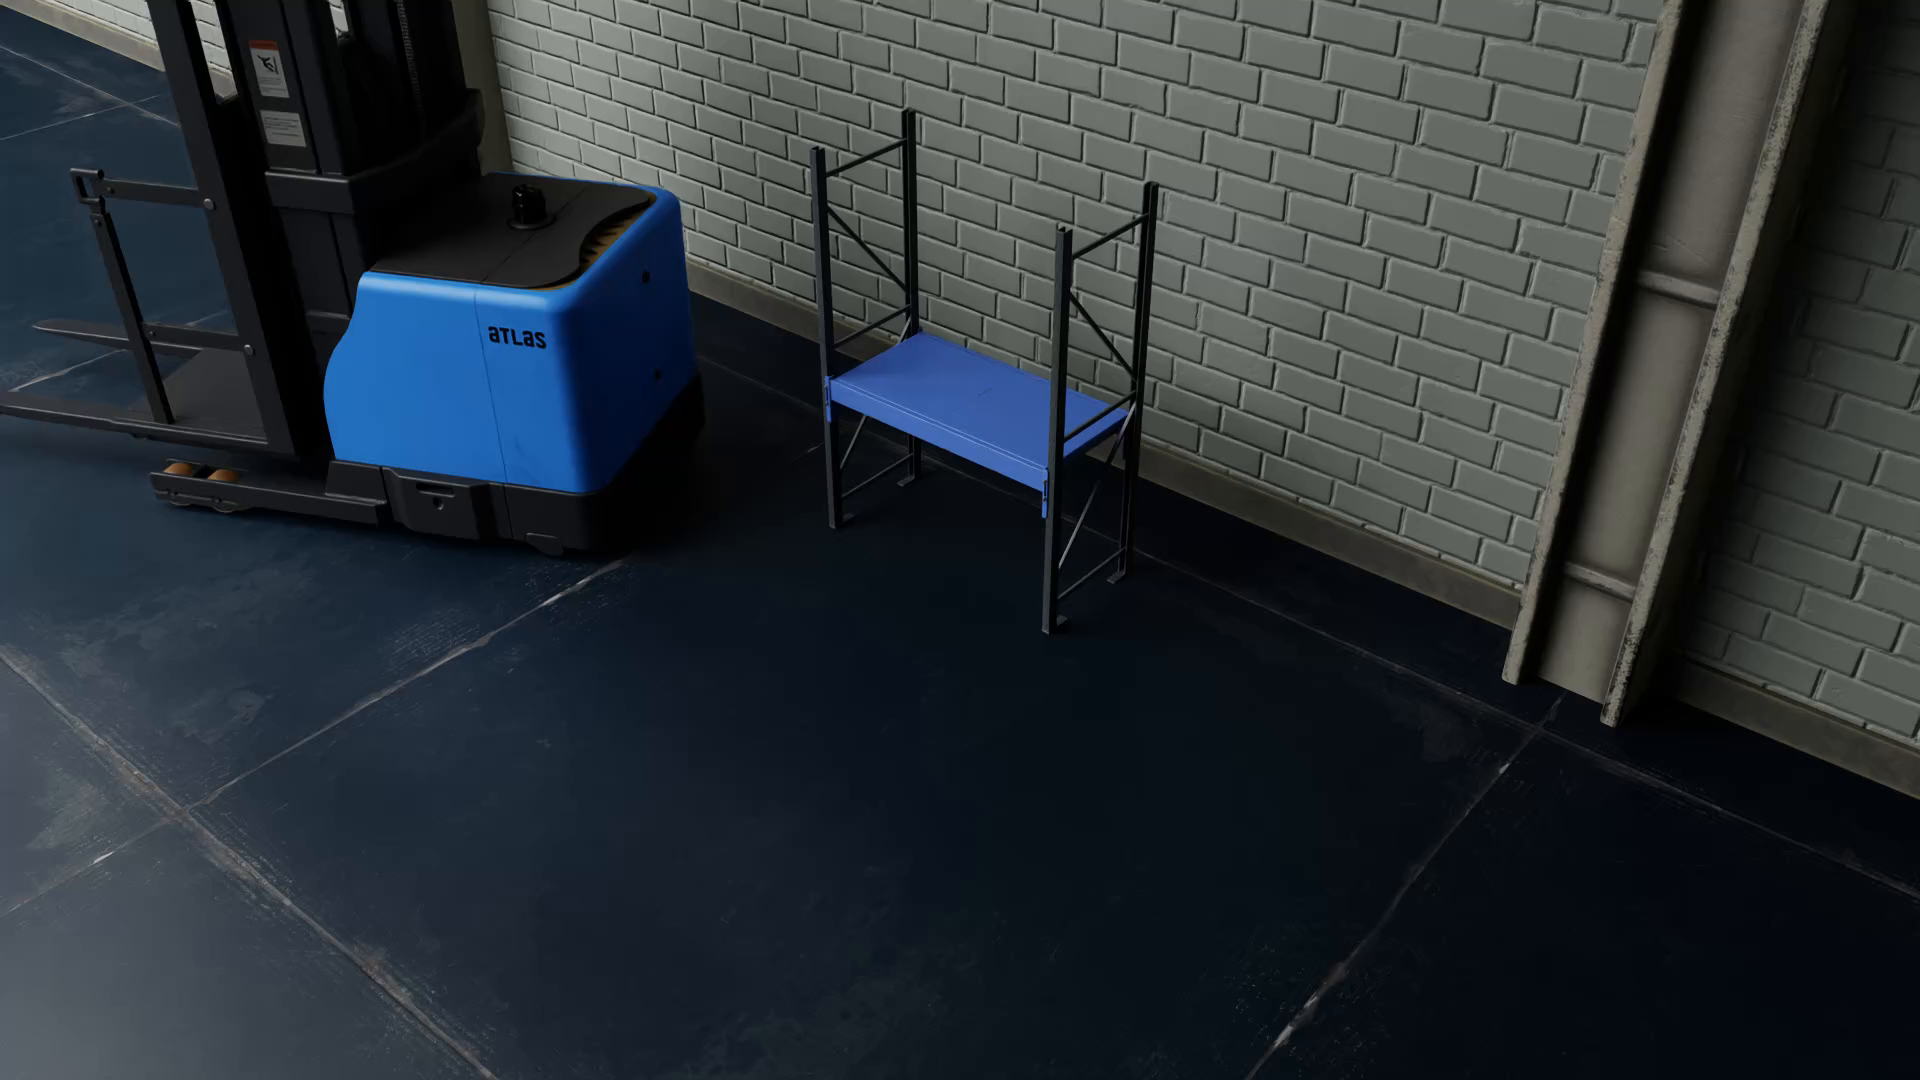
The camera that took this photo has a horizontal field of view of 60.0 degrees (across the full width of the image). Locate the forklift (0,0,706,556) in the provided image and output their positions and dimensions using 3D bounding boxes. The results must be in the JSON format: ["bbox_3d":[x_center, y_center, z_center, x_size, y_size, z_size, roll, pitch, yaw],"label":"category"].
[{"bbox_3d":[-2.618,-1.592,5.980,3.031,2.935,1.130,8,35,11],"label":"forklift"}]

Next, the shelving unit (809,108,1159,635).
[{"bbox_3d":[0.066,-0.587,5.780,1.048,1.500,0.538,25,42,32],"label":"shelving unit"}]

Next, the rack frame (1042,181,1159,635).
[{"bbox_3d":[0.456,-0.403,5.512,0.032,1.500,0.500,25,42,32],"label":"rack frame"}]

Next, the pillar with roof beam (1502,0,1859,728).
[{"bbox_3d":[-0.691,-1.367,0.292,0.400,9.000,9.100,25,42,32],"label":"pillar with roof beam"}]

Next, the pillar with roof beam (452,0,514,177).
[{"bbox_3d":[-5.302,-3.540,3.456,0.400,9.000,9.100,25,42,32],"label":"pillar with roof beam"}]

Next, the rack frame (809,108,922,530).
[{"bbox_3d":[-0.325,-0.771,6.049,0.032,1.500,0.500,25,42,32],"label":"rack frame"}]

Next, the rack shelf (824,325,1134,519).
[{"bbox_3d":[0.066,-0.439,5.882,1.000,0.185,0.538,25,42,32],"label":"rack shelf"}]
